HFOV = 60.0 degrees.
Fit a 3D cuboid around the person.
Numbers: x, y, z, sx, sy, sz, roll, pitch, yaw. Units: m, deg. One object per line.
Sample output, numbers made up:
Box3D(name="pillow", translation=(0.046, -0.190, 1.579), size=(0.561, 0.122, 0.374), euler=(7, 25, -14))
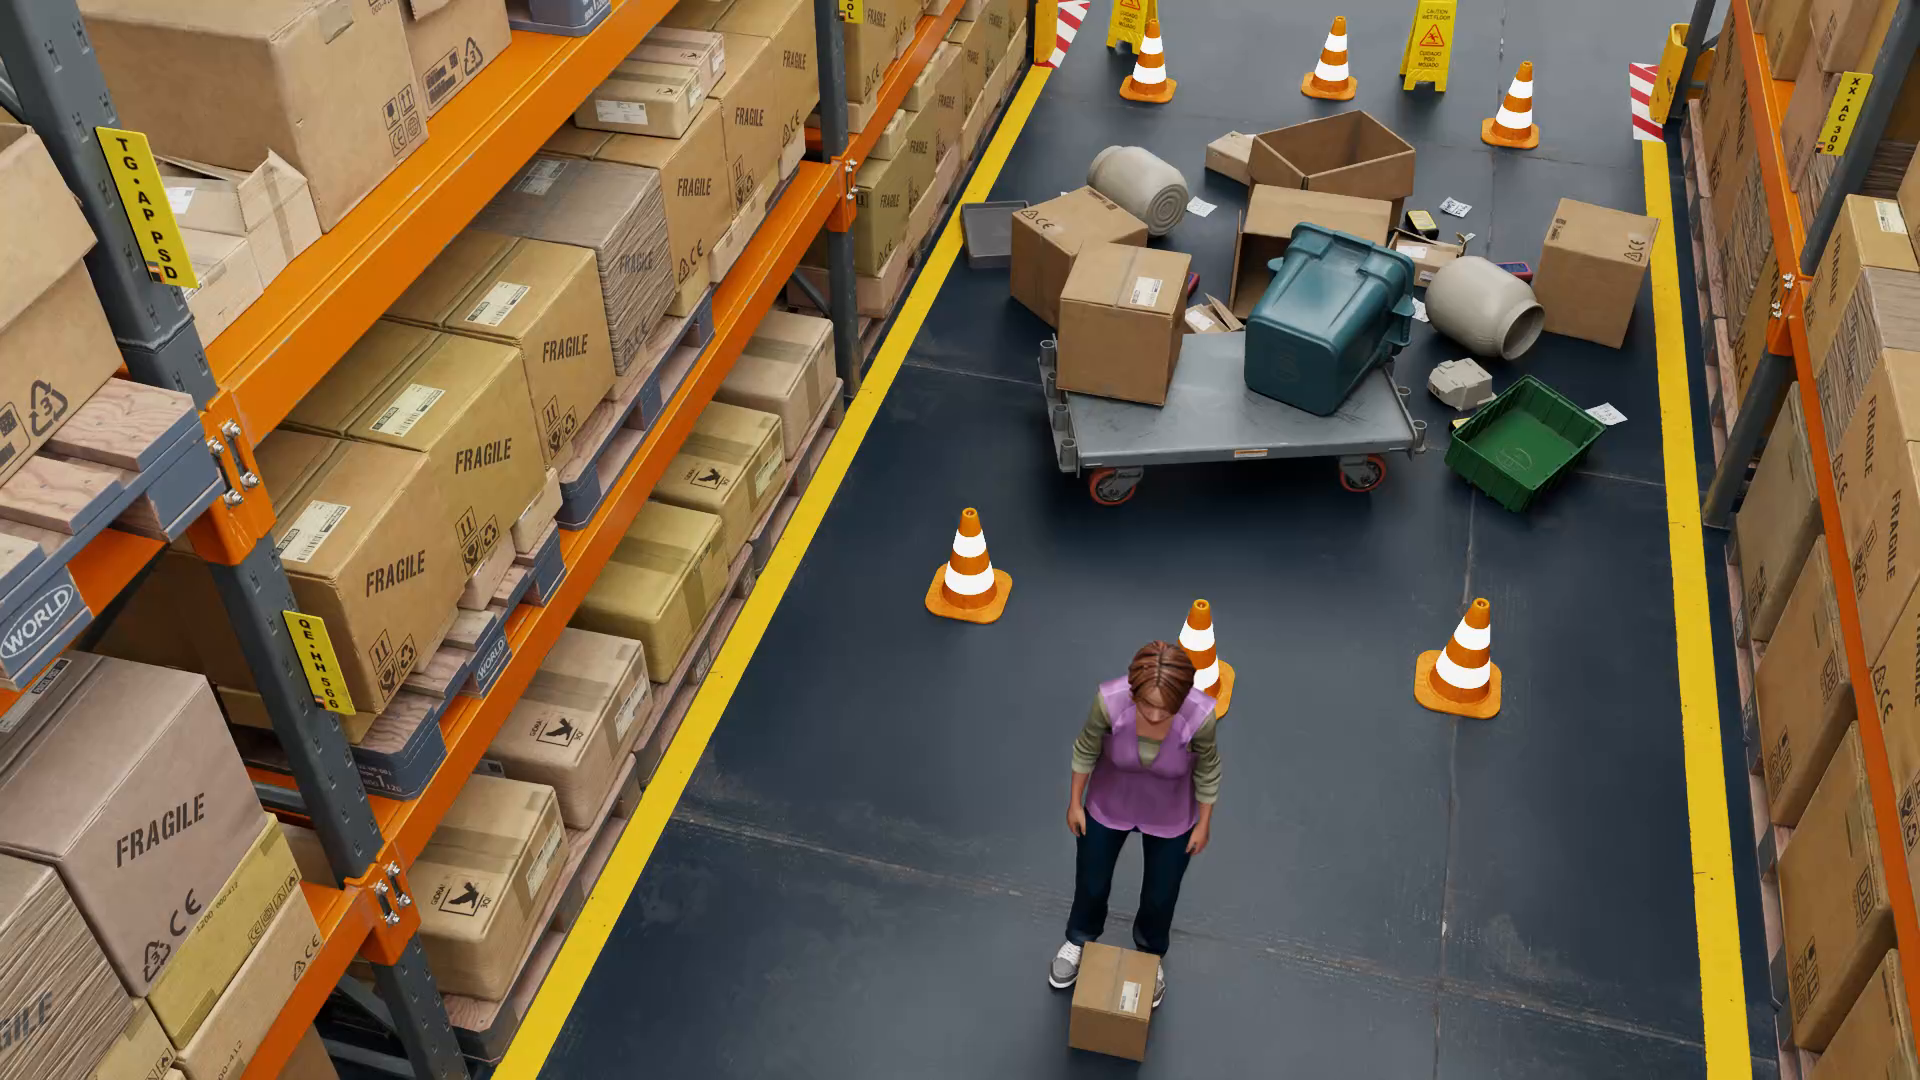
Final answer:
Box3D(name="person", translation=(0.558, 0.861, 5.198), size=(0.471, 1.592, 0.348), euler=(8, 42, 9))
